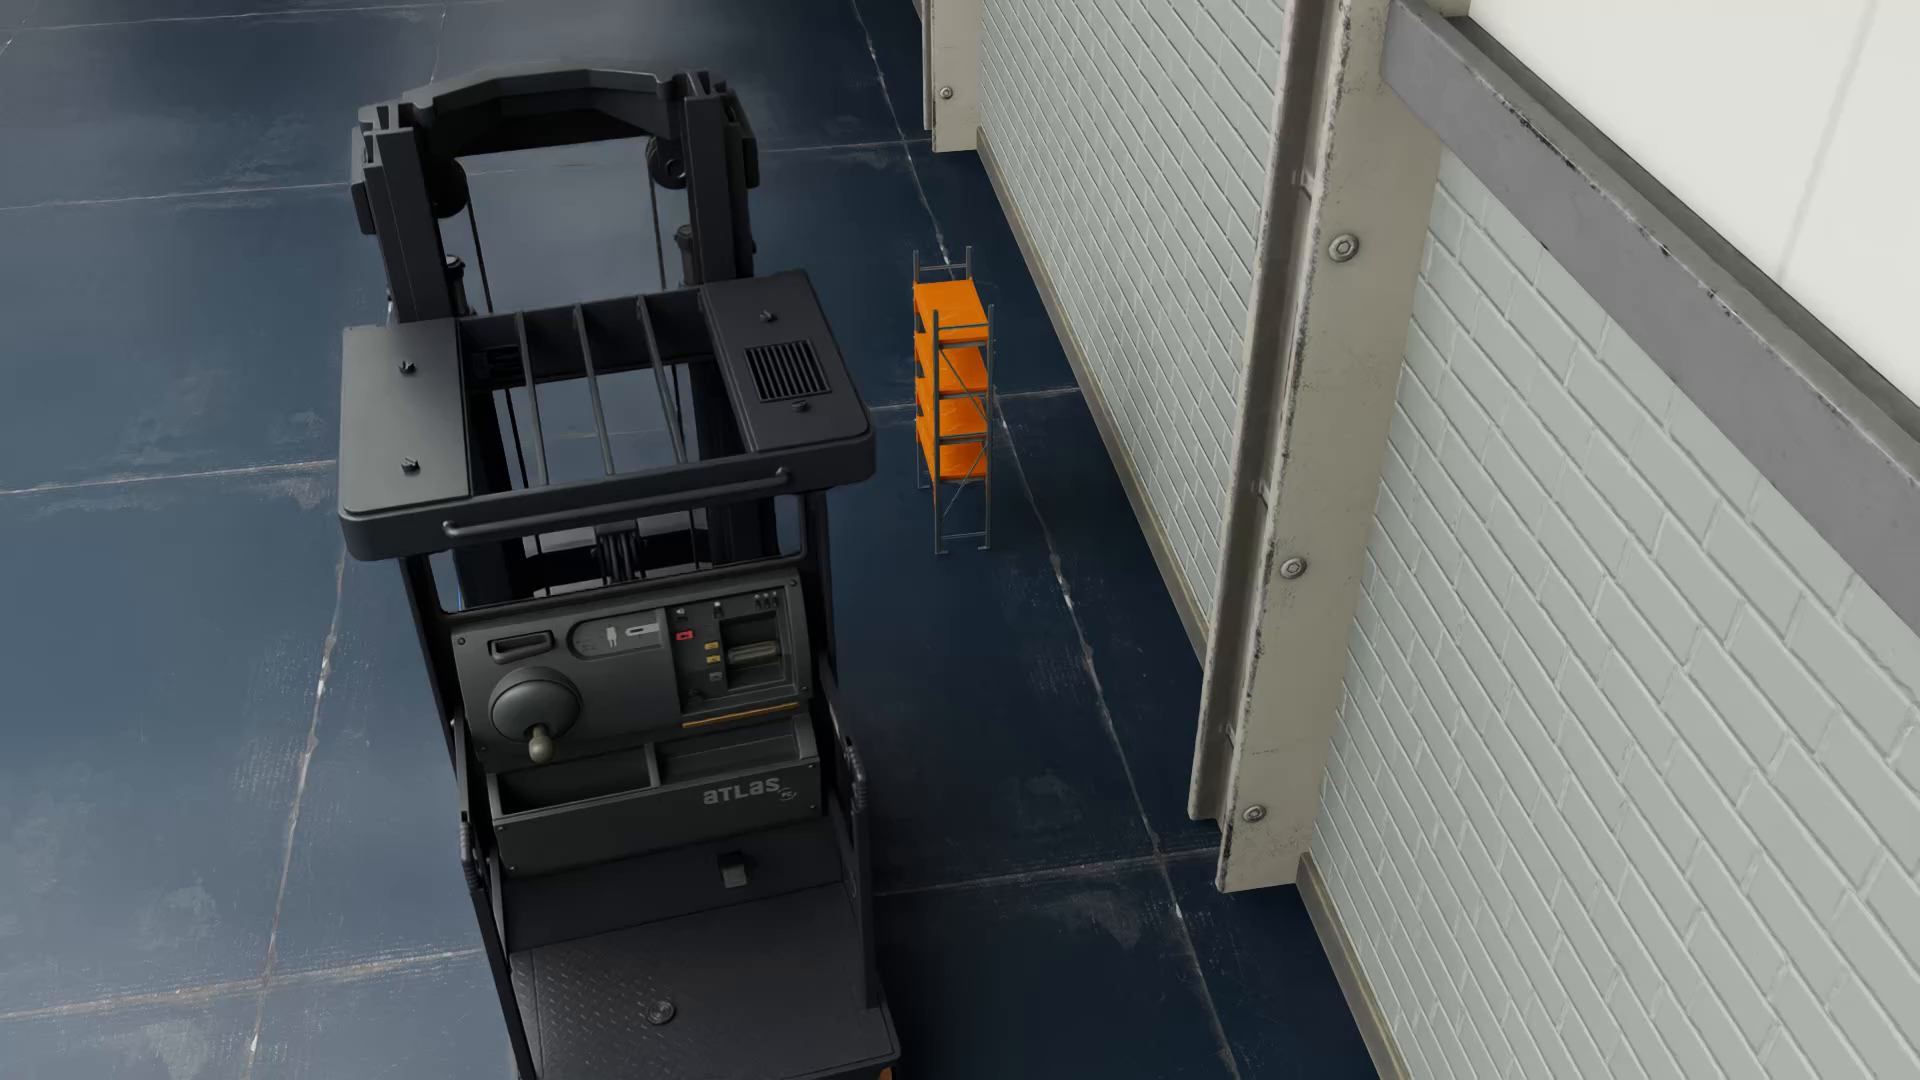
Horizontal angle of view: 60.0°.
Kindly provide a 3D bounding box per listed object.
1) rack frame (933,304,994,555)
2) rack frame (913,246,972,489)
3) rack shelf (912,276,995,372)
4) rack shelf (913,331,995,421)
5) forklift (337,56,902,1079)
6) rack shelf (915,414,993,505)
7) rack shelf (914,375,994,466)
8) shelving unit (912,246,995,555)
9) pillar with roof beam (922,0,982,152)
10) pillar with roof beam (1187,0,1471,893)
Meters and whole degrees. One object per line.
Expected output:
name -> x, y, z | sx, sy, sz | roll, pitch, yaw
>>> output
rack frame -> 0.014, -0.426, 6.821 | 0.240, 1.200, 0.015 | -6, 38, -8
rack frame -> -0.072, -0.721, 7.200 | 0.240, 1.200, 0.015 | -6, 38, -8
rack shelf -> -0.029, -0.884, 6.770 | 0.258, 0.148, 0.480 | -6, 38, -8
rack shelf -> -0.029, -0.697, 6.915 | 0.258, 0.148, 0.480 | -6, 38, -8
forklift -> -0.814, 0.414, 4.328 | 1.130, 2.935, 3.031 | -10, 39, -12
rack shelf -> -0.029, -0.364, 7.174 | 0.258, 0.148, 0.480 | -6, 38, -8
rack shelf -> -0.029, -0.521, 7.052 | 0.258, 0.148, 0.480 | -6, 38, -8
shelving unit -> -0.029, -0.574, 7.011 | 0.258, 1.200, 0.503 | -6, 38, -8
pillar with roof beam -> -4.285, -5.642, 7.177 | 9.100, 9.000, 0.400 | -6, 38, -8
pillar with roof beam -> -3.233, -2.018, 2.512 | 9.100, 9.000, 0.400 | -6, 38, -8
